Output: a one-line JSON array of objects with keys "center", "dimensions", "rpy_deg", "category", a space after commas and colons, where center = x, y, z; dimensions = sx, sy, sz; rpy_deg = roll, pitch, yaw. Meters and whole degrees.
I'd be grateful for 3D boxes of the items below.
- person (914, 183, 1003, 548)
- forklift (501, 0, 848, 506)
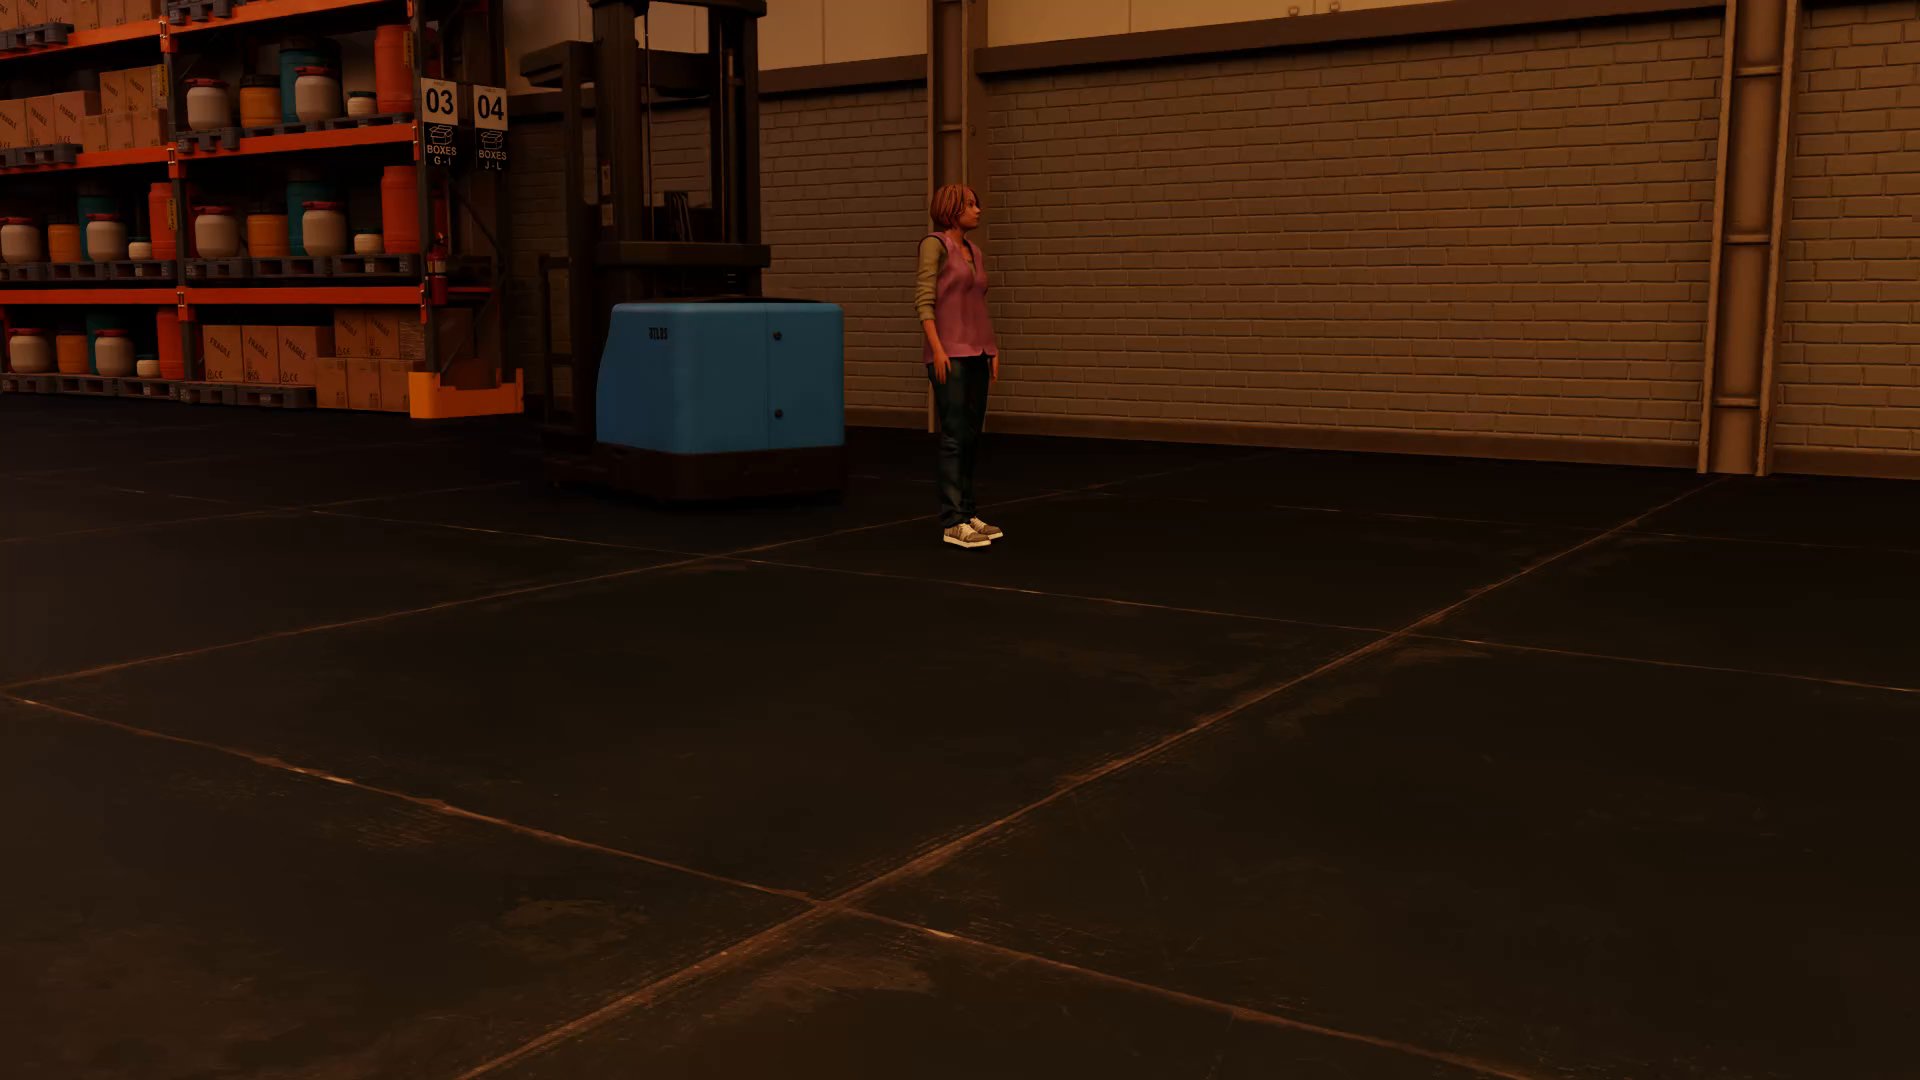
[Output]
[{"center": [0.054, -0.790, 7.438], "dimensions": [0.473, 1.599, 0.521], "rpy_deg": [5, 10, 34], "category": "person"}, {"center": [-1.876, -1.789, 9.775], "dimensions": [1.130, 2.935, 3.031], "rpy_deg": [-6, 10, -35], "category": "forklift"}]
